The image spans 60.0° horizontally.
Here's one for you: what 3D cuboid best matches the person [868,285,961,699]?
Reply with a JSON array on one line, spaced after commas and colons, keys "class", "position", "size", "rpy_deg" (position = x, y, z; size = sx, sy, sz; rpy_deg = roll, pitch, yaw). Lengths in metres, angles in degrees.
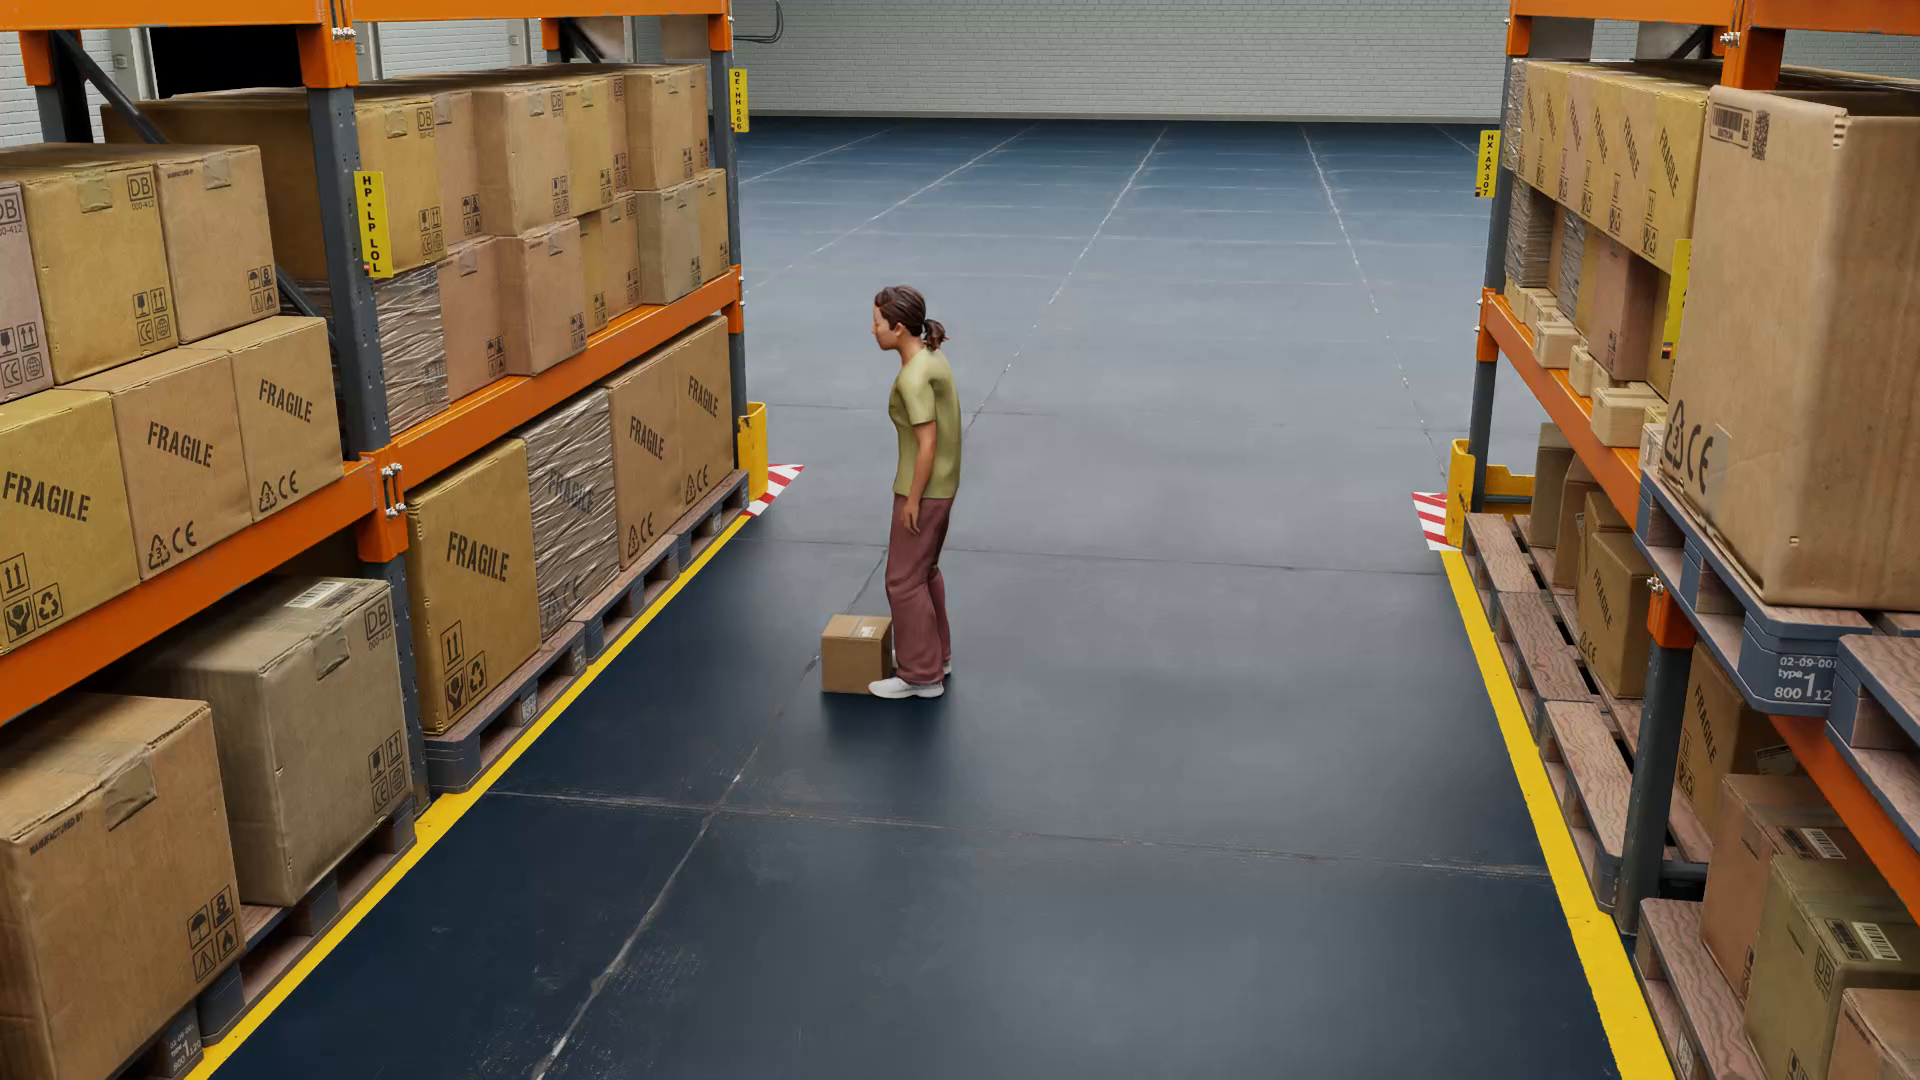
[{"class": "person", "position": [-0.180, -0.184, 6.648], "size": [0.367, 1.658, 0.507], "rpy_deg": [2, 18, 6]}]
